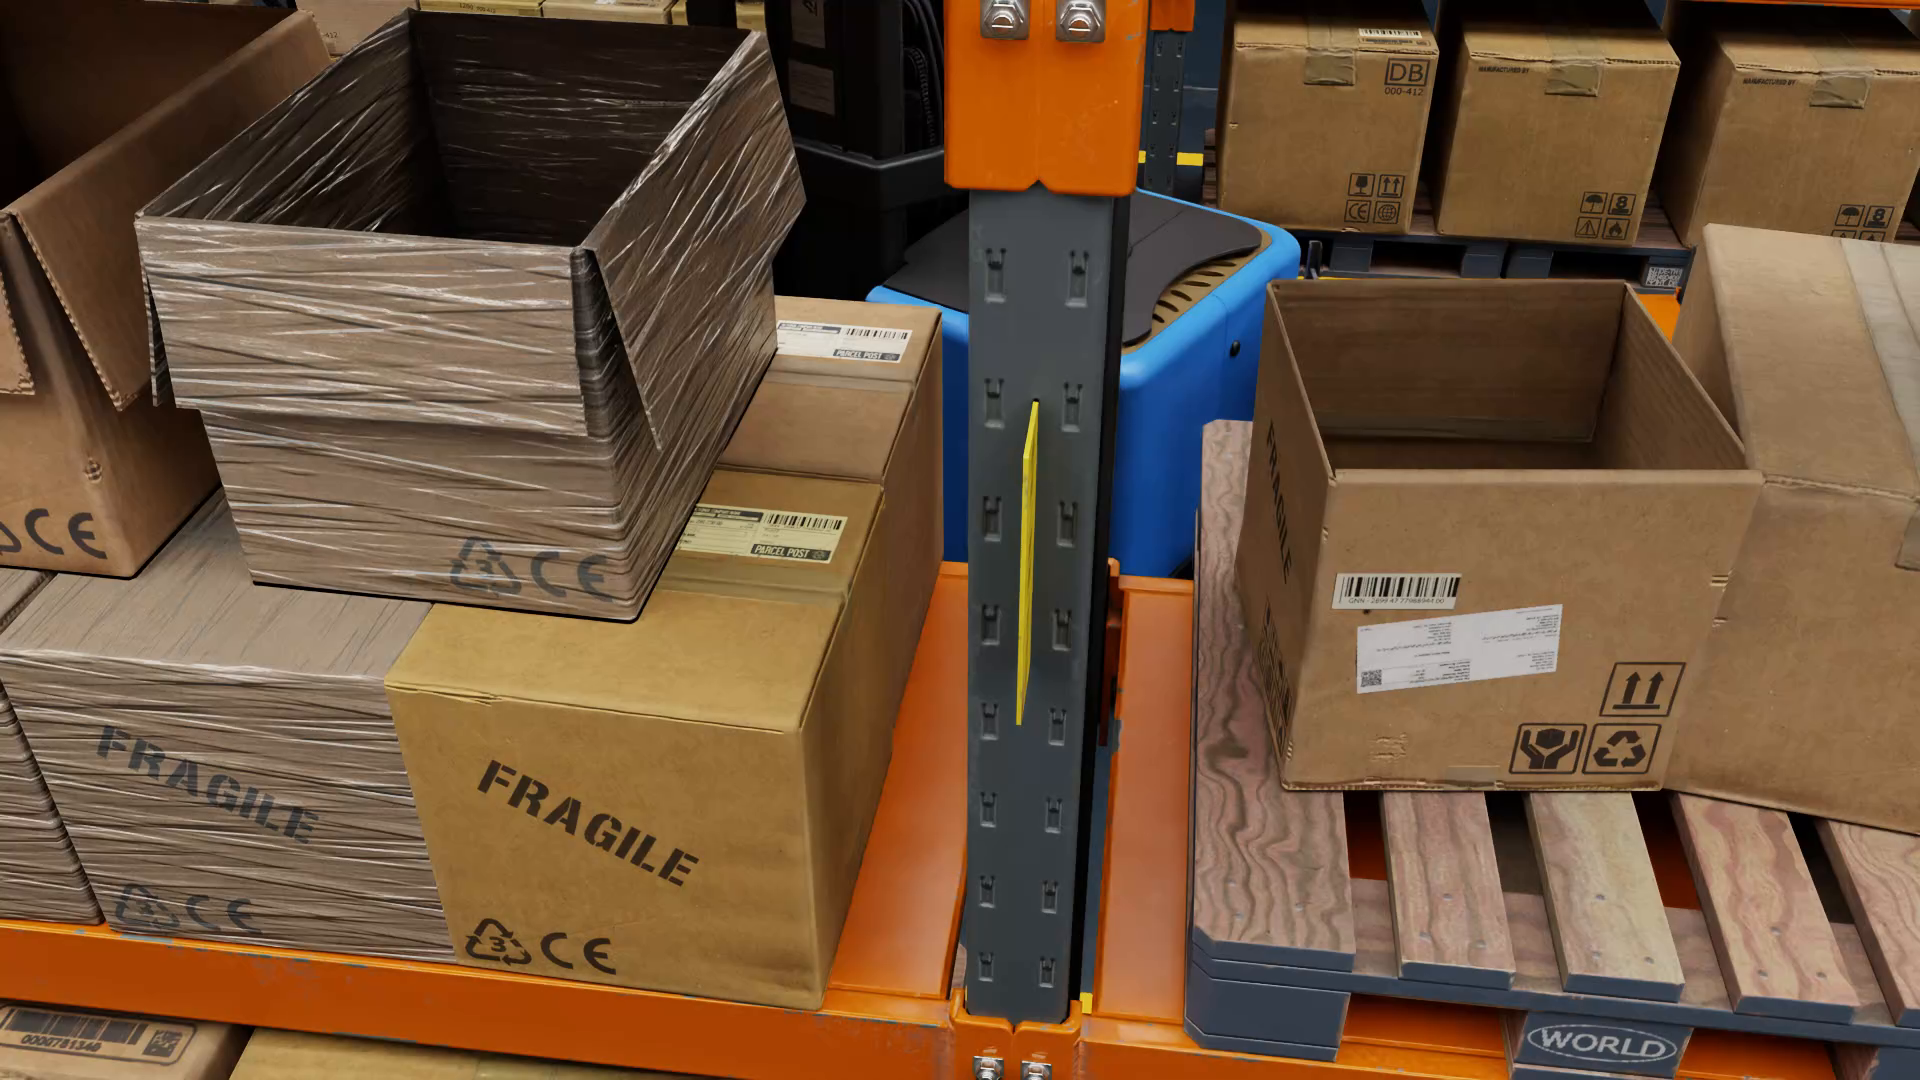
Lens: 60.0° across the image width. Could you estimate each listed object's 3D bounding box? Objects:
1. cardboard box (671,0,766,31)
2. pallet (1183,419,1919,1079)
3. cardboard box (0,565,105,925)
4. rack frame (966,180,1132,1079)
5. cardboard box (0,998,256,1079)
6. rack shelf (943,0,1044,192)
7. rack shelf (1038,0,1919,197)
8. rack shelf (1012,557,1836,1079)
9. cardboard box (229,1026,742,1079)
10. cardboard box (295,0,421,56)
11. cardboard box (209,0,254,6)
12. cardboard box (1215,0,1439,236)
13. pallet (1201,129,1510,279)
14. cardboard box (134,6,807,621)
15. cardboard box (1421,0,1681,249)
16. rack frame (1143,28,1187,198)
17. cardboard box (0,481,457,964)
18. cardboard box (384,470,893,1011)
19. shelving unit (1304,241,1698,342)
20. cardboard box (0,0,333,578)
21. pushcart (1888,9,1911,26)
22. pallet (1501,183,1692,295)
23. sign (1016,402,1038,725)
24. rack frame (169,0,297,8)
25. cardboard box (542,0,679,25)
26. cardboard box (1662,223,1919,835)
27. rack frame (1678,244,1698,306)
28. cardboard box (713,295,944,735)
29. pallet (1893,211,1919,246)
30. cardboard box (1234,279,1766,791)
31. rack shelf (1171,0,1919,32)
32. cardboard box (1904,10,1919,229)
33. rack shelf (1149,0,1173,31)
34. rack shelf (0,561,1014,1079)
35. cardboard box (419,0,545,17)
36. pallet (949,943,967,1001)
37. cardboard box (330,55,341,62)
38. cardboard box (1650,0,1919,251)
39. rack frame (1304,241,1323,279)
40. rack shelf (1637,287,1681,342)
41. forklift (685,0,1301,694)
[{"bbox_3d":[-0.851,-2.107,6.765,0.500,0.250,0.500,5,36,7],"label":"cardboard box"},{"bbox_3d":[0.854,0.249,2.484,1.003,0.211,1.213,4,36,6],"label":"pallet"},{"bbox_3d":[-1.397,0.168,2.346,0.500,0.500,0.500,3,36,4],"label":"cardboard box"},{"bbox_3d":[0.133,0.180,2.416,0.127,3.000,1.000,4,36,6],"label":"rack frame"},{"bbox_3d":[-1.432,0.740,3.098,0.875,0.875,1.225,4,36,6],"label":"cardboard box"},{"bbox_3d":[-1.851,-0.896,1.961,4.000,0.370,1.077,4,36,6],"label":"rack shelf"},{"bbox_3d":[2.117,-0.600,1.546,4.000,0.370,1.077,4,36,6],"label":"rack shelf"},{"bbox_3d":[2.117,0.620,2.418,4.000,0.370,1.077,4,36,6],"label":"rack shelf"},{"bbox_3d":[-0.549,0.811,3.000,0.875,0.875,1.225,3,36,4],"label":"cardboard box"},{"bbox_3d":[-2.403,-2.219,6.921,0.500,0.250,0.500,3,36,4],"label":"cardboard box"},{"bbox_3d":[-3.418,-2.364,7.561,0.250,0.149,0.380,6,36,8],"label":"cardboard box"},{"bbox_3d":[1.458,-1.829,6.806,0.750,0.750,1.050,4,36,5],"label":"cardboard box"},{"bbox_3d":[1.638,-1.434,7.078,1.213,0.211,1.003,4,36,6],"label":"pallet"},{"bbox_3d":[-0.590,-0.333,2.185,0.637,0.503,0.797,5,36,8],"label":"cardboard box"},{"bbox_3d":[2.325,-1.766,6.718,0.750,0.750,1.050,5,36,7],"label":"cardboard box"},{"bbox_3d":[0.865,-2.671,6.410,0.127,3.000,1.000,4,36,6],"label":"rack frame"},{"bbox_3d":[-0.882,0.205,2.295,0.500,0.500,0.500,4,36,6],"label":"cardboard box"},{"bbox_3d":[-0.388,0.245,2.238,0.500,0.500,0.500,5,36,7],"label":"cardboard box"},{"bbox_3d":[1.449,-0.189,4.546,1.048,1.125,0.538,1,36,1],"label":"shelving unit"},{"bbox_3d":[-1.236,-0.383,2.254,0.637,0.503,0.797,5,36,7],"label":"cardboard box"},{"bbox_3d":[5.122,-2.850,8.918,0.936,0.377,1.648,-7,36,-10],"label":"pushcart"},{"bbox_3d":[2.844,-1.342,6.949,1.213,0.211,1.003,4,36,6],"label":"pallet"},{"bbox_3d":[0.066,0.028,1.631,0.005,0.325,0.100,4,36,6],"label":"sign"},{"bbox_3d":[-3.102,-2.967,6.825,0.127,3.000,1.000,4,36,6],"label":"rack frame"},{"bbox_3d":[-1.369,-2.140,6.811,0.500,0.250,0.500,6,36,8],"label":"cardboard box"},{"bbox_3d":[1.240,-0.031,2.264,0.500,0.500,0.700,9,37,13],"label":"cardboard box"},{"bbox_3d":[1.957,-0.183,4.537,0.032,1.125,0.500,1,36,1],"label":"rack frame"},{"bbox_3d":[-0.314,-0.054,2.657,0.500,0.500,0.500,5,36,7],"label":"cardboard box"},{"bbox_3d":[4.058,-1.253,6.825,1.213,0.211,1.003,4,36,6],"label":"pallet"},{"bbox_3d":[0.674,-0.015,2.241,0.500,0.500,0.500,0,36,0],"label":"cardboard box"},{"bbox_3d":[2.849,-2.230,6.412,4.000,0.370,1.077,4,36,6],"label":"rack shelf"},{"bbox_3d":[4.205,-1.624,6.519,0.750,0.750,1.050,4,36,6],"label":"cardboard box"},{"bbox_3d":[-1.119,-2.526,6.826,4.000,0.370,1.077,4,36,6],"label":"rack shelf"},{"bbox_3d":[-1.851,0.325,2.832,4.000,0.370,1.077,4,36,6],"label":"rack shelf"},{"bbox_3d":[-1.874,-2.181,6.868,0.500,0.250,0.500,5,36,7],"label":"cardboard box"},{"bbox_3d":[-0.639,1.213,3.369,1.213,0.211,1.003,4,36,6],"label":"pallet"},{"bbox_3d":[-2.403,-1.913,7.138,0.500,0.500,0.500,6,36,8],"label":"cardboard box"},{"bbox_3d":[3.249,-1.698,6.622,0.750,0.750,1.050,4,36,6],"label":"cardboard box"},{"bbox_3d":[0.940,-0.194,4.554,0.032,1.125,0.500,1,36,1],"label":"rack frame"},{"bbox_3d":[1.449,-0.427,4.375,1.000,0.278,0.538,1,36,1],"label":"rack shelf"},{"bbox_3d":[-0.536,-1.440,4.744,3.031,2.935,1.130,22,41,28],"label":"forklift"}]
